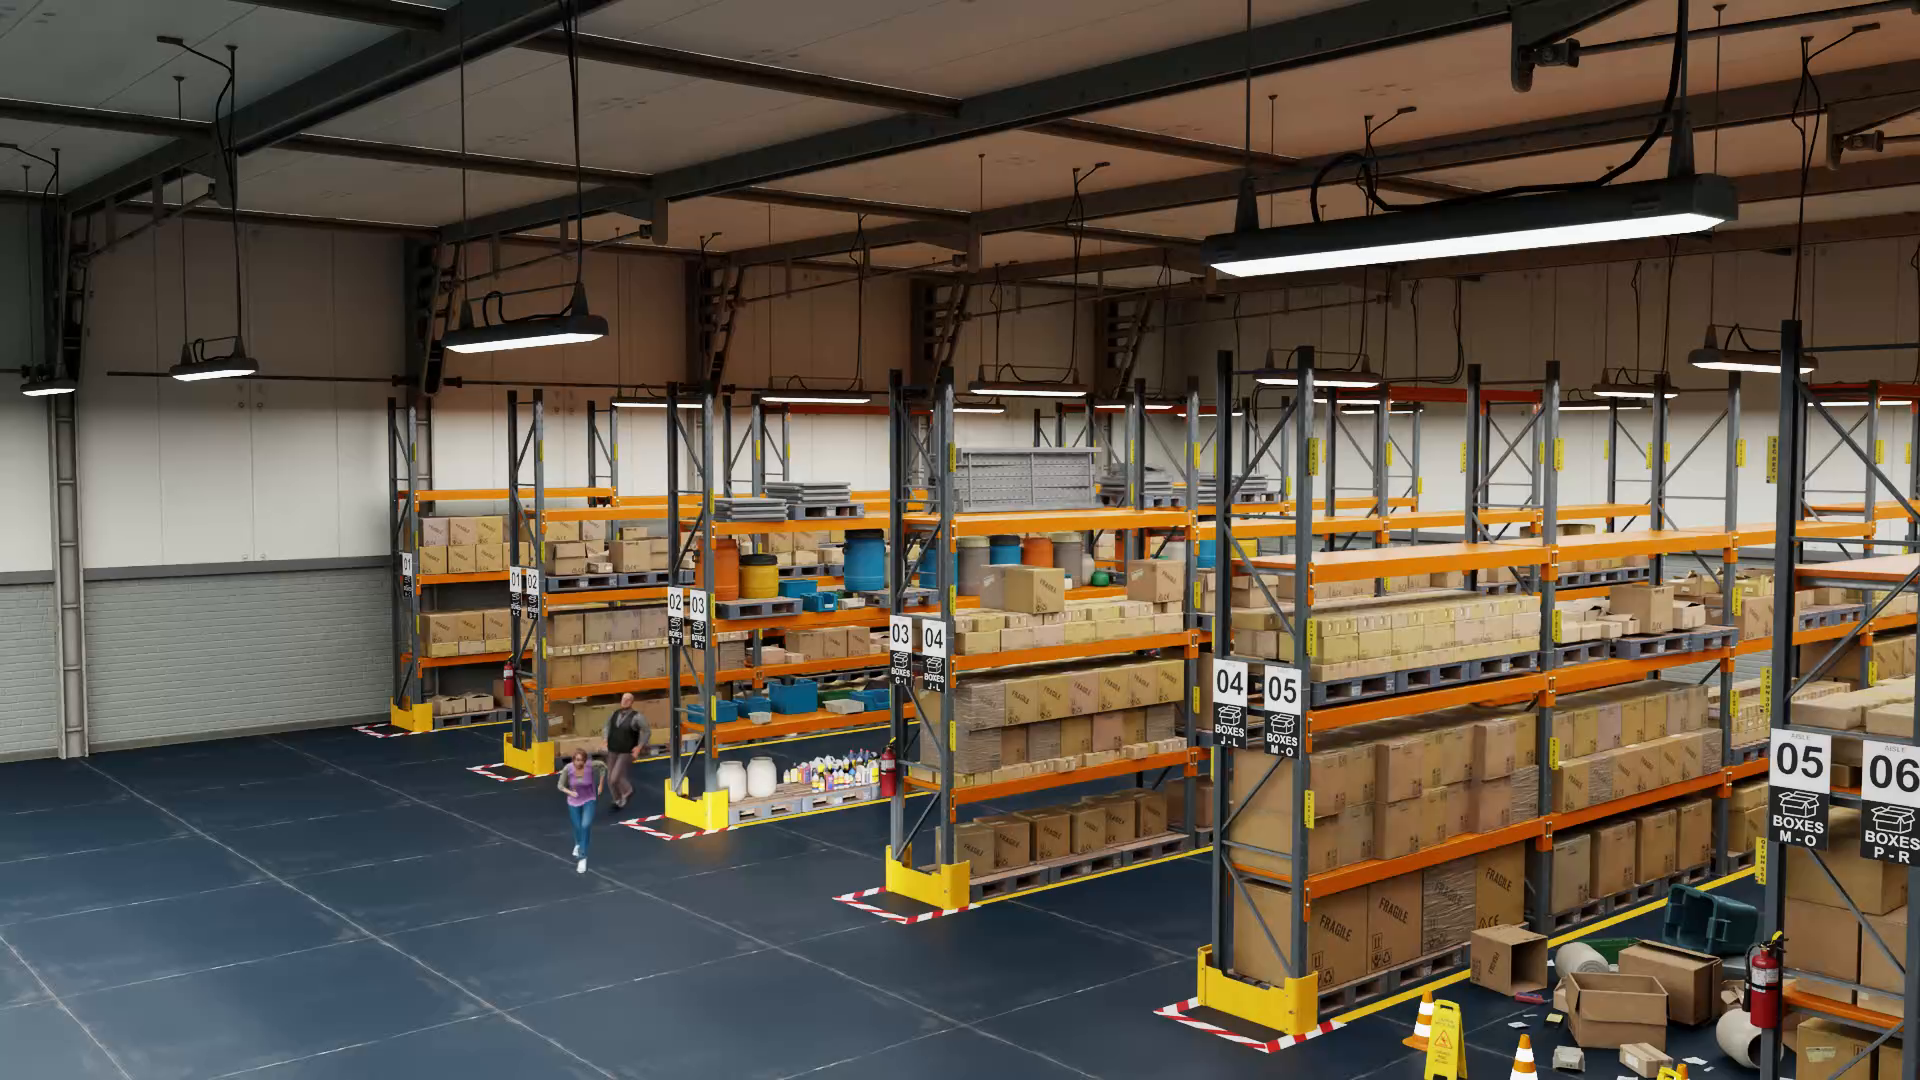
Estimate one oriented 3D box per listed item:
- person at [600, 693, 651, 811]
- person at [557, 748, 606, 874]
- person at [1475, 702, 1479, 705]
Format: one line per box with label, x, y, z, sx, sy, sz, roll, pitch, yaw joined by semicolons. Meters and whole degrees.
person;-4.720;2.976;23.218;0.728;1.675;0.497;2;4;25
person;-4.613;3.245;20.296;0.579;1.542;0.913;-1;3;-13
person;6.941;2.975;22.738;0.928;1.674;0.615;-3;4;-42
